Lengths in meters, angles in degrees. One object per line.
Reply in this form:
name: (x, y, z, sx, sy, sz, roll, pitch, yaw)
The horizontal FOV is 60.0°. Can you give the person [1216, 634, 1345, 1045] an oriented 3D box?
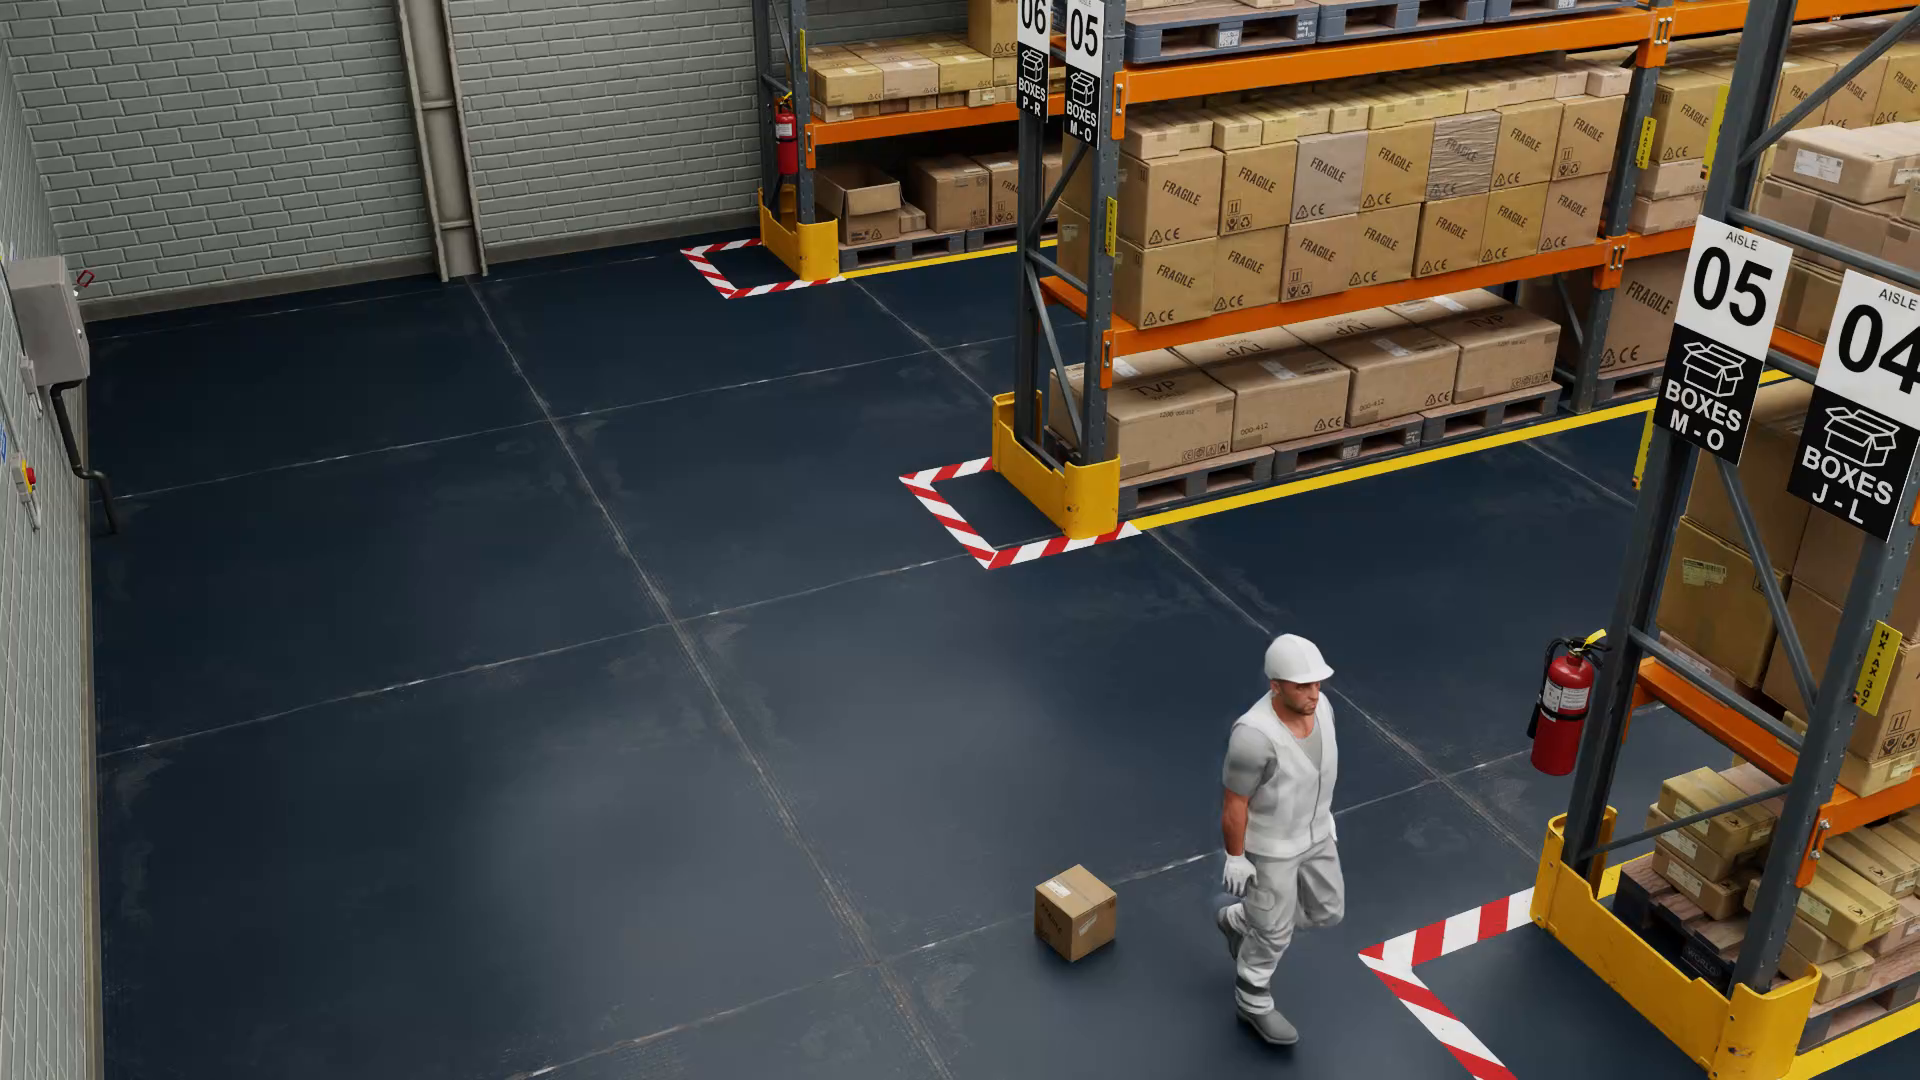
person: (1.207, 1.114, 6.370, 0.578, 1.779, 0.540, -23, 36, -35)
